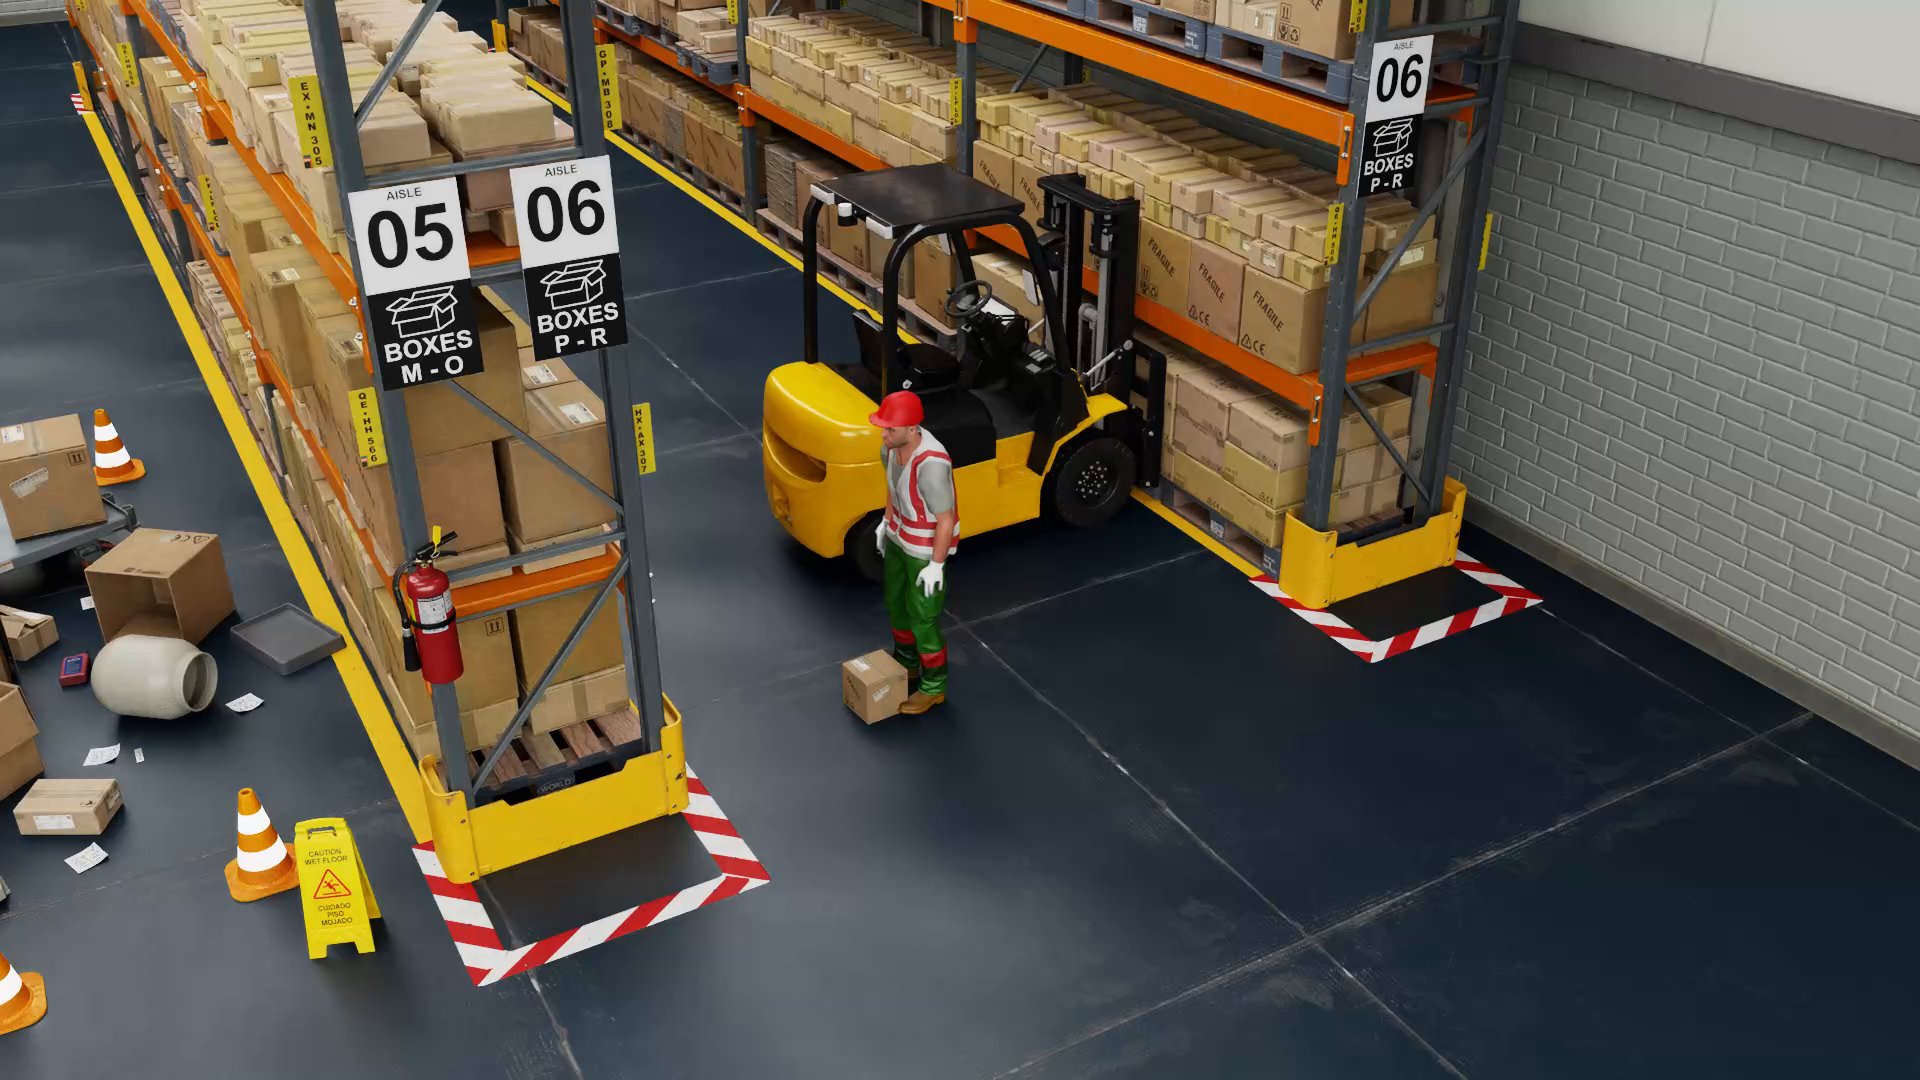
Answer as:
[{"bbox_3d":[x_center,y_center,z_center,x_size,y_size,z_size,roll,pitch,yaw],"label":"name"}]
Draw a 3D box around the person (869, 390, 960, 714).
[{"bbox_3d":[-0.248,0.042,8.475,0.453,1.778,0.606,-16,32,-26],"label":"person"}]
